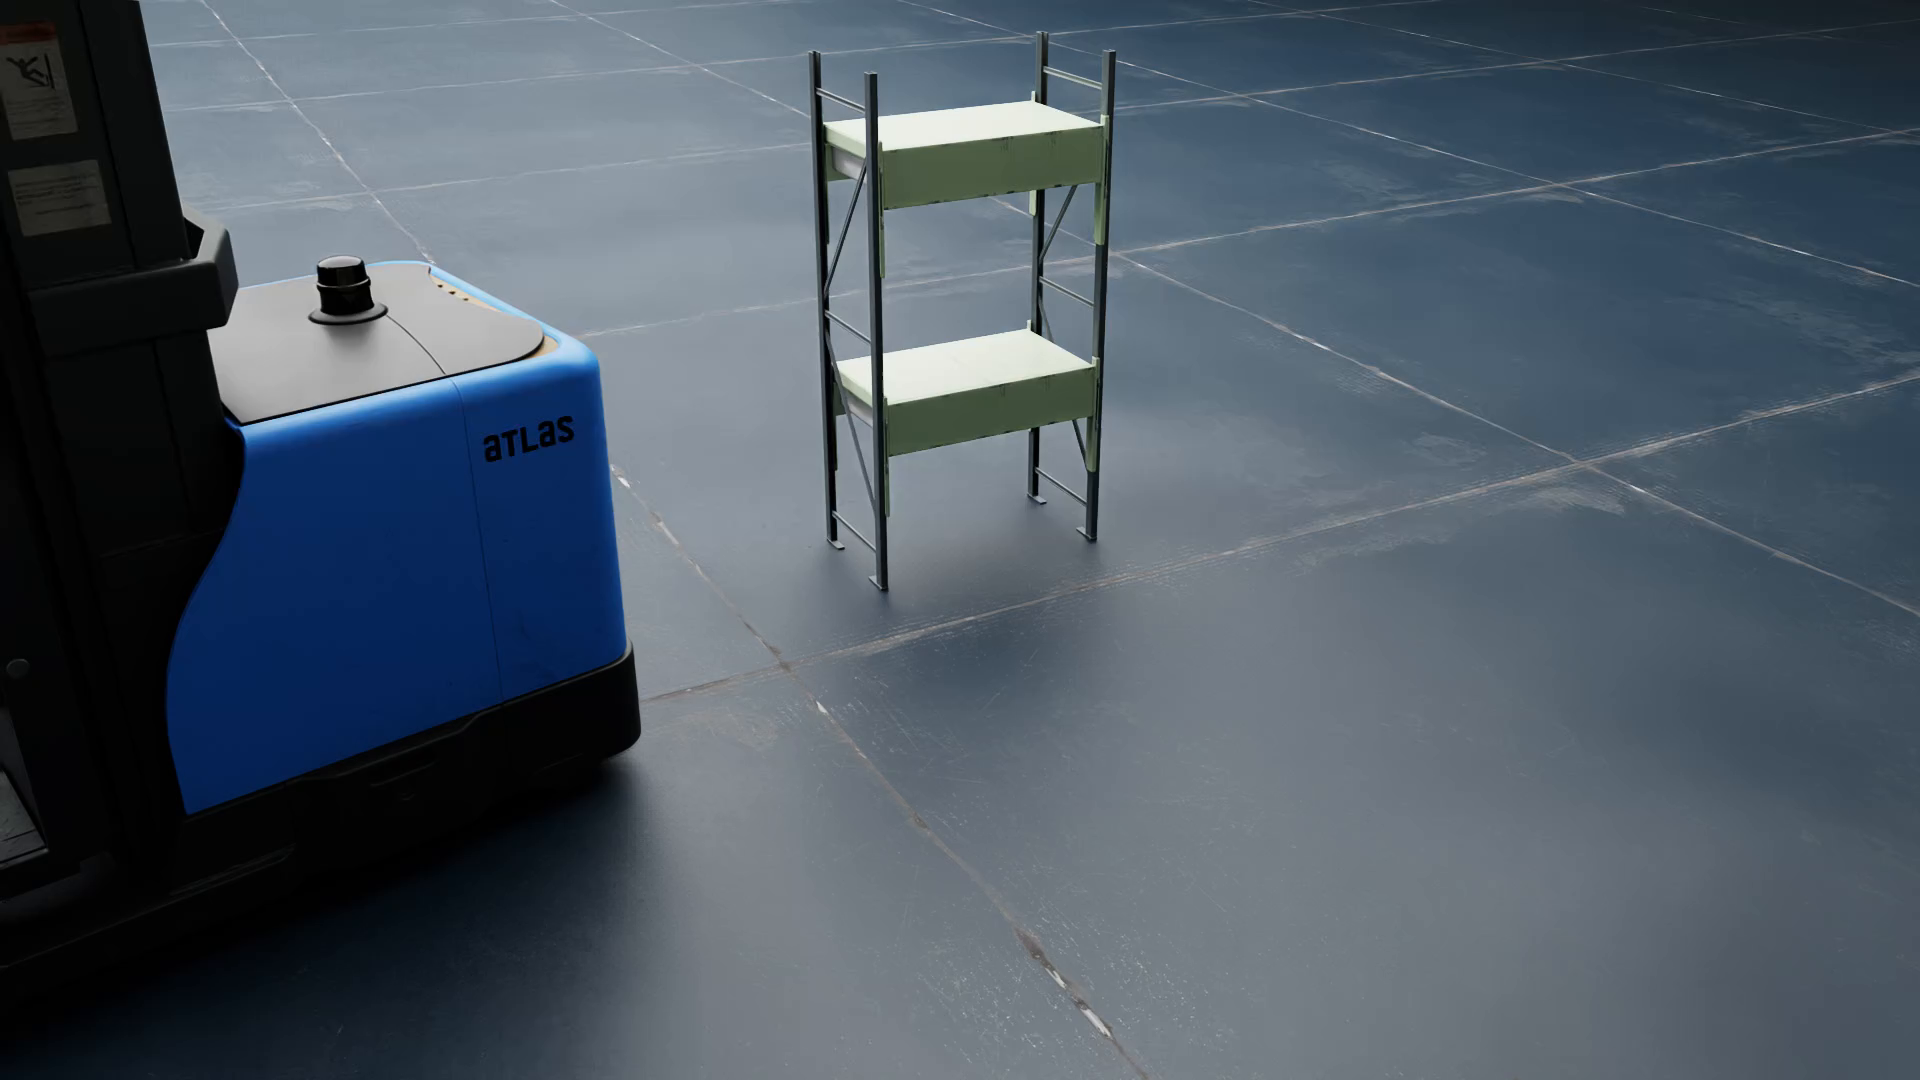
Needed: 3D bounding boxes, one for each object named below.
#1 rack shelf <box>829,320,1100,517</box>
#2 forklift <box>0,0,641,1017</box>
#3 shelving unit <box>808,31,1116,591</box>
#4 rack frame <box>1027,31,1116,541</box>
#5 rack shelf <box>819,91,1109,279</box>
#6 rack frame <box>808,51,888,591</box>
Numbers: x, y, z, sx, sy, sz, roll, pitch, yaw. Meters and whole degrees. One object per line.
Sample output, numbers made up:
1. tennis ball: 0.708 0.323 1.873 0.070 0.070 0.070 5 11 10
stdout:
1. rack shelf: 0.006 -0.384 5.069 0.720 0.370 0.431 -13 29 -25
2. forklift: -2.241 -0.526 2.960 3.031 2.935 1.130 -20 32 -35
3. shelving unit: 0.006 -0.677 4.928 0.755 1.500 0.431 -13 29 -25
4. rack frame: 0.329 -0.752 5.083 0.023 1.500 0.400 -13 29 -25
5. rack shelf: 0.006 -1.029 4.759 0.720 0.370 0.431 -13 29 -25
6. rack frame: -0.317 -0.603 4.773 0.023 1.500 0.400 -13 29 -25
